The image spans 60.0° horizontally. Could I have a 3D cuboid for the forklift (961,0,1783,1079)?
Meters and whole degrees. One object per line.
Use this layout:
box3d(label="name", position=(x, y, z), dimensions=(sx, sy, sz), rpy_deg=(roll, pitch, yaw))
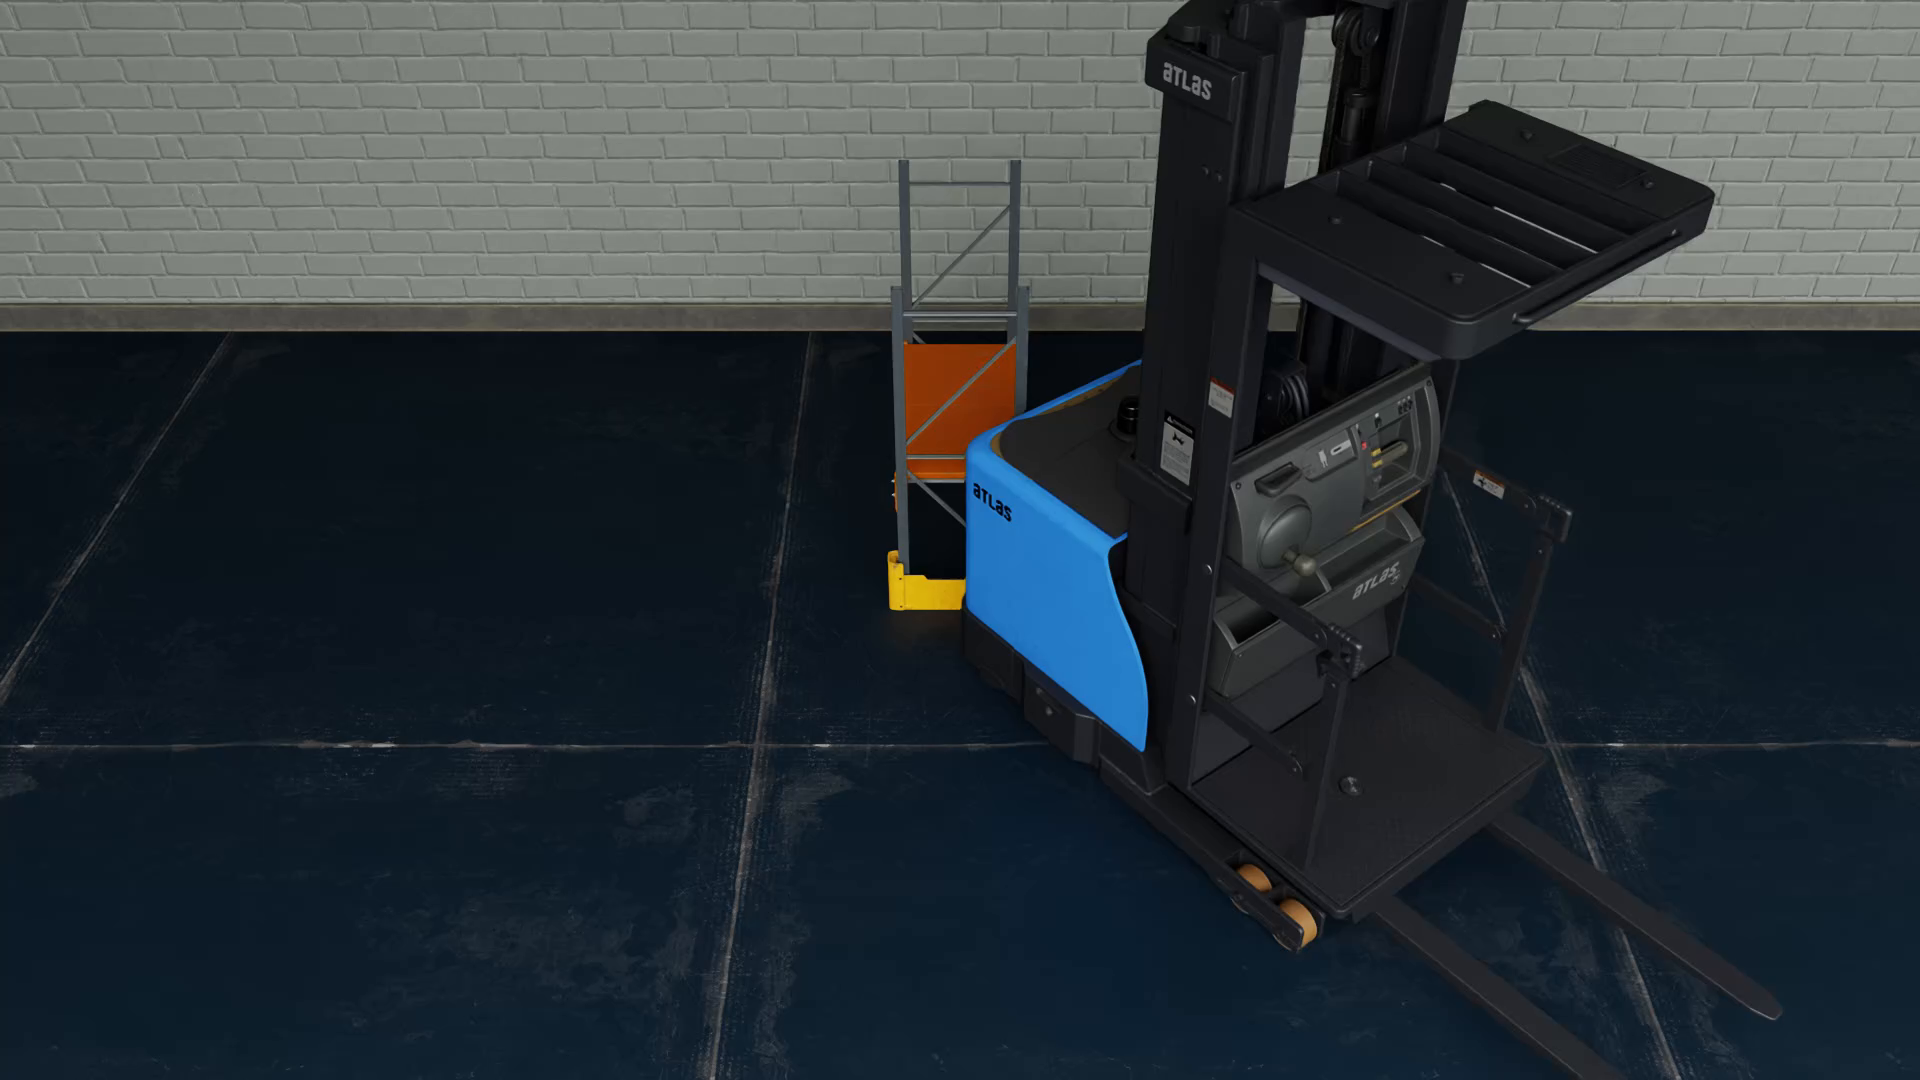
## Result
box3d(label="forklift", position=(1.319, -0.136, 5.076), dimensions=(1.130, 2.935, 3.031), rpy_deg=(-27, 46, -29))

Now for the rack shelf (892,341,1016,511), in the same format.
box3d(label="rack shelf", position=(0.000, -0.498, 6.960), dimensions=(0.538, 0.185, 1.000), rpy_deg=(0, 39, 0))

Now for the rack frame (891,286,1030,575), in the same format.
box3d(label="rack frame", position=(0.000, -0.321, 6.451), dimensions=(0.500, 1.500, 0.032), rpy_deg=(0, 39, 0))

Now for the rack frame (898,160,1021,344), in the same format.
box3d(label="rack frame", position=(-0.001, -0.957, 7.244), dimensions=(0.500, 1.500, 0.032), rpy_deg=(0, 39, 0))

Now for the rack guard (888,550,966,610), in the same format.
box3d(label="rack guard", position=(0.000, 0.166, 6.843), dimensions=(0.587, 0.250, 0.087), rpy_deg=(0, 39, 0))

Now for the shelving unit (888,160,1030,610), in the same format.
box3d(label="shelving unit", position=(0.000, -0.633, 6.840), dimensions=(0.587, 1.500, 1.083), rpy_deg=(0, 39, 0))
